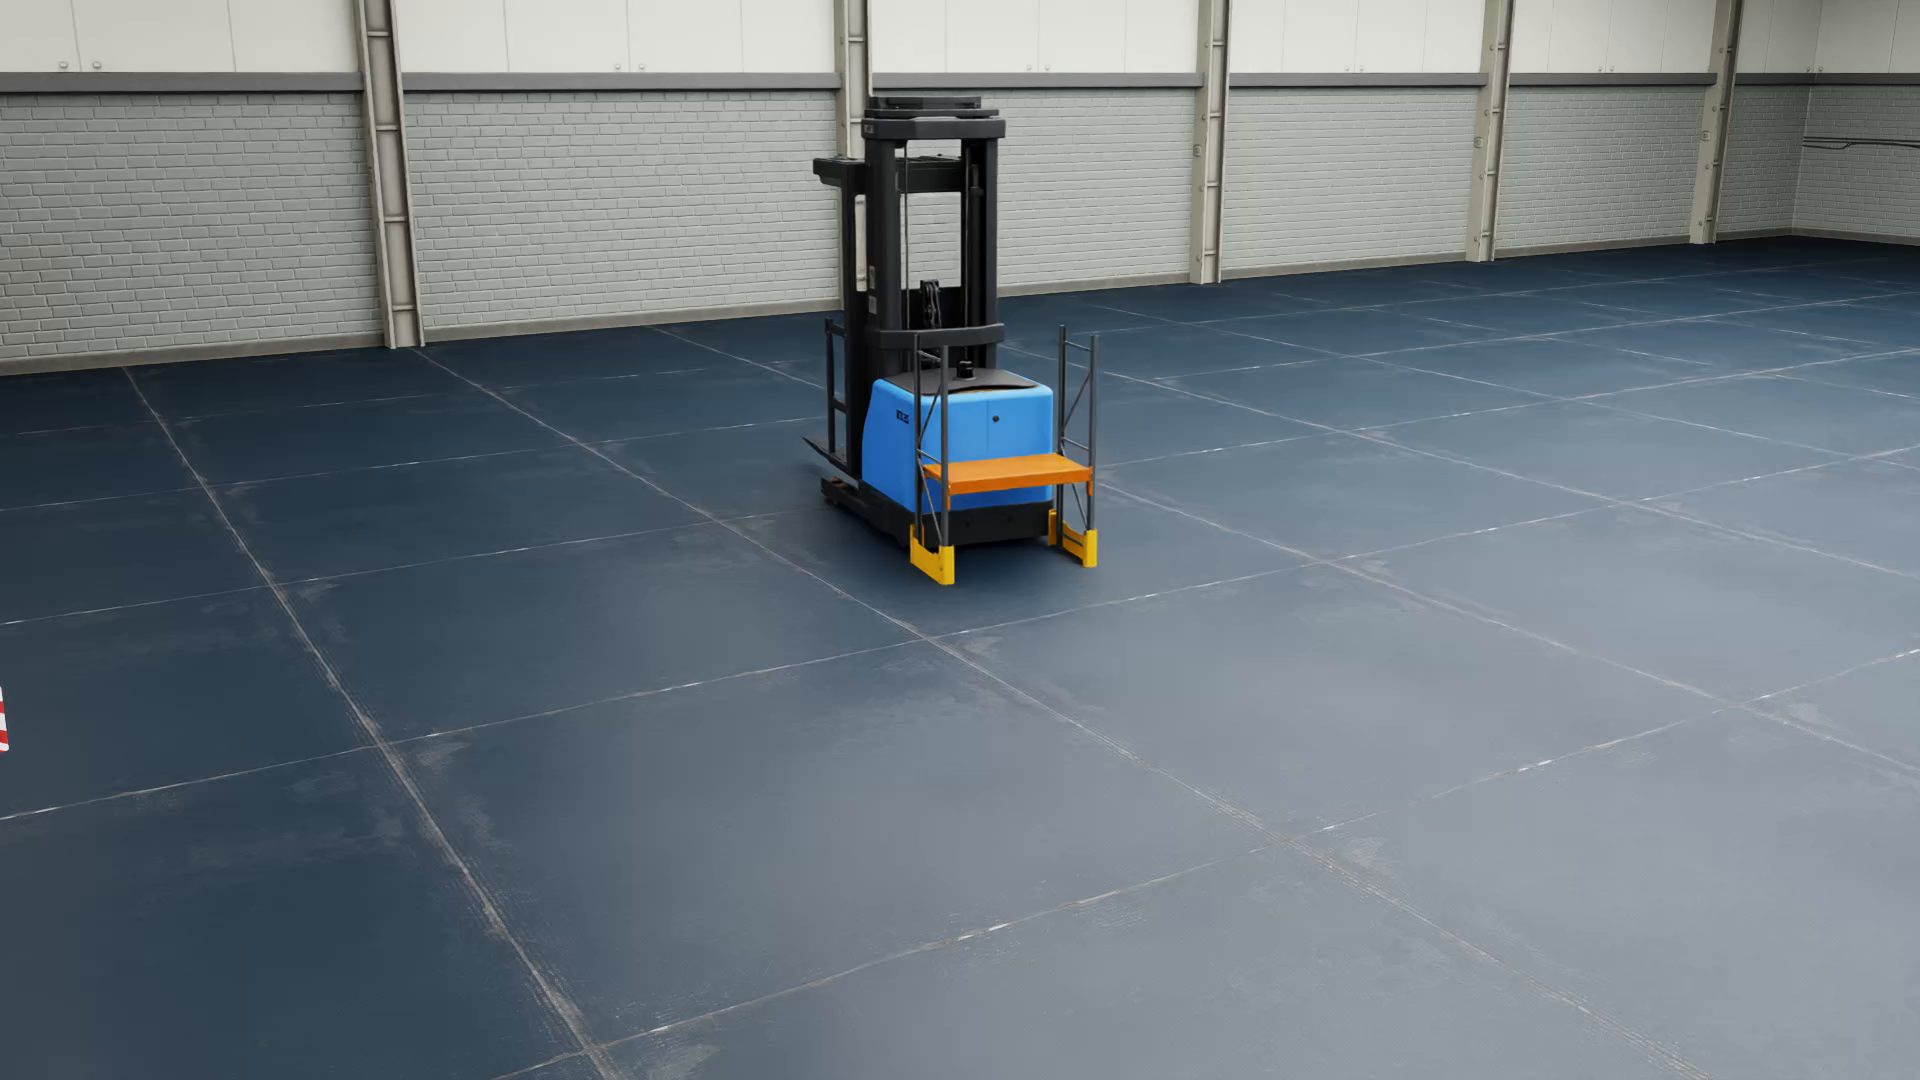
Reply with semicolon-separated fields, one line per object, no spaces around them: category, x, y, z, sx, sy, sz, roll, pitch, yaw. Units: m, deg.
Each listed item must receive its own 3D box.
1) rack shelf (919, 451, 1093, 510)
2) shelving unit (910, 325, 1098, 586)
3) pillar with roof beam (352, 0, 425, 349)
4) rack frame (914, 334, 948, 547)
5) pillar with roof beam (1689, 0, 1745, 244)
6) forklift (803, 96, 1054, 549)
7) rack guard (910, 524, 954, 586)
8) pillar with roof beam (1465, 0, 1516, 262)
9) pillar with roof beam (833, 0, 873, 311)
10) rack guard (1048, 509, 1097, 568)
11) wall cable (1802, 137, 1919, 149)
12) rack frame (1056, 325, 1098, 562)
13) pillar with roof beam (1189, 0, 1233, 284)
rack shelf;0.288;-0.390;10.690;1.000;0.185;0.538;-6;17;-22
shelving unit;0.280;-0.563;10.638;1.083;1.500;0.587;-6;17;-22
pillar with roof beam;-4.317;-5.625;14.805;0.400;9.000;9.100;-9;18;-30
rack frame;-0.182;-0.511;10.454;0.032;1.500;0.500;-6;17;-22
pillar with roof beam;16.256;-8.961;26.706;0.400;9.000;9.100;-9;18;-30
forklift;-0.395;-1.705;12.060;1.130;2.935;3.031;-6;17;-22
rack guard;-0.181;0.091;10.623;0.087;0.250;0.587;-6;17;-22
pillar with roof beam;11.113;-8.127;23.731;0.400;9.000;9.100;-9;18;-30
pillar with roof beam;0.827;-6.459;17.780;0.400;9.000;9.100;-9;18;-30
rack guard;0.740;-0.012;10.990;0.087;0.250;0.587;-6;17;-22
wall cable;17.245;-8.566;31.048;0.112;2.526;3.097;-9;18;-30
rack frame;0.758;-0.616;10.828;0.032;1.500;0.500;-6;17;-22
pillar with roof beam;5.970;-7.293;20.756;0.400;9.000;9.100;-9;18;-30
